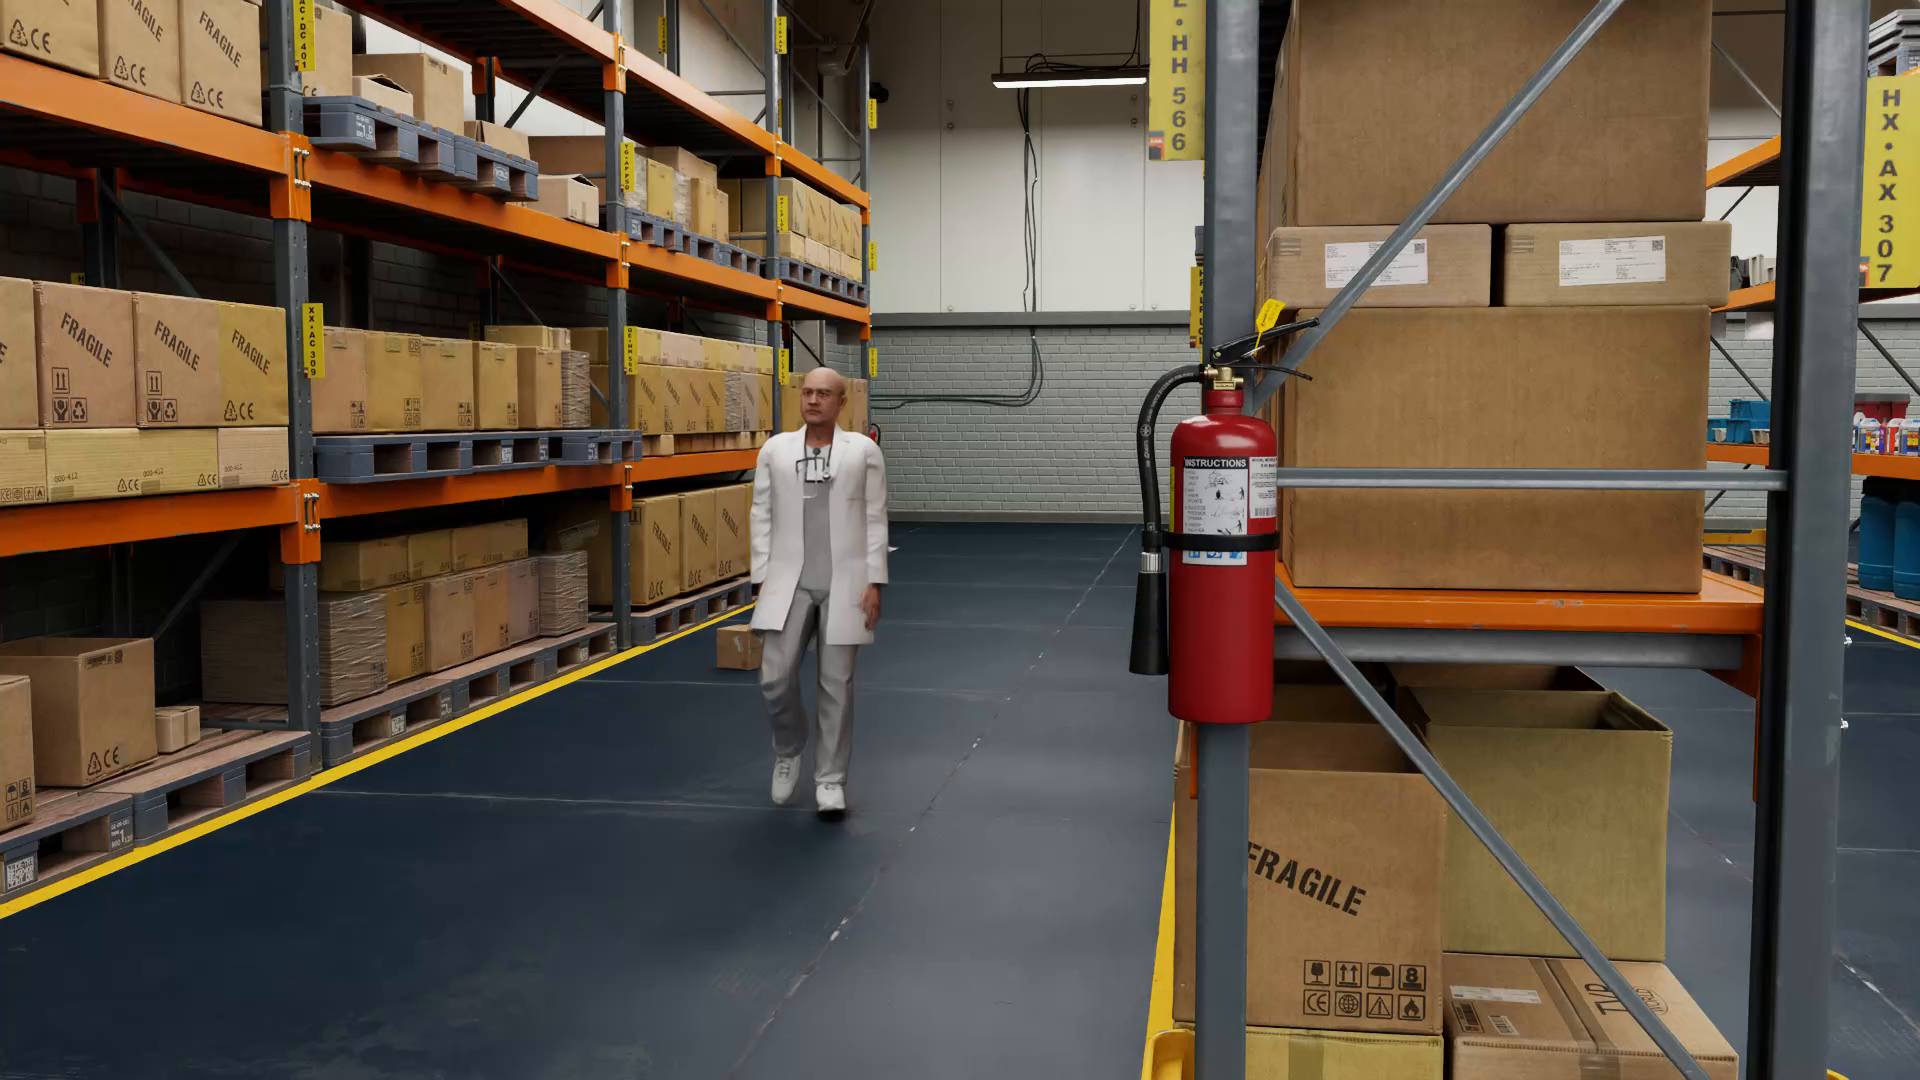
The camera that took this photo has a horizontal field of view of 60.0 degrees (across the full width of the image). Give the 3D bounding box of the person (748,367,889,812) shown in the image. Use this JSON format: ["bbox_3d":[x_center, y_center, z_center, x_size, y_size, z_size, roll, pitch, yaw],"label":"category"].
[{"bbox_3d":[-0.570,0.197,6.710,0.572,1.781,0.534,0,4,-1],"label":"person"}]
